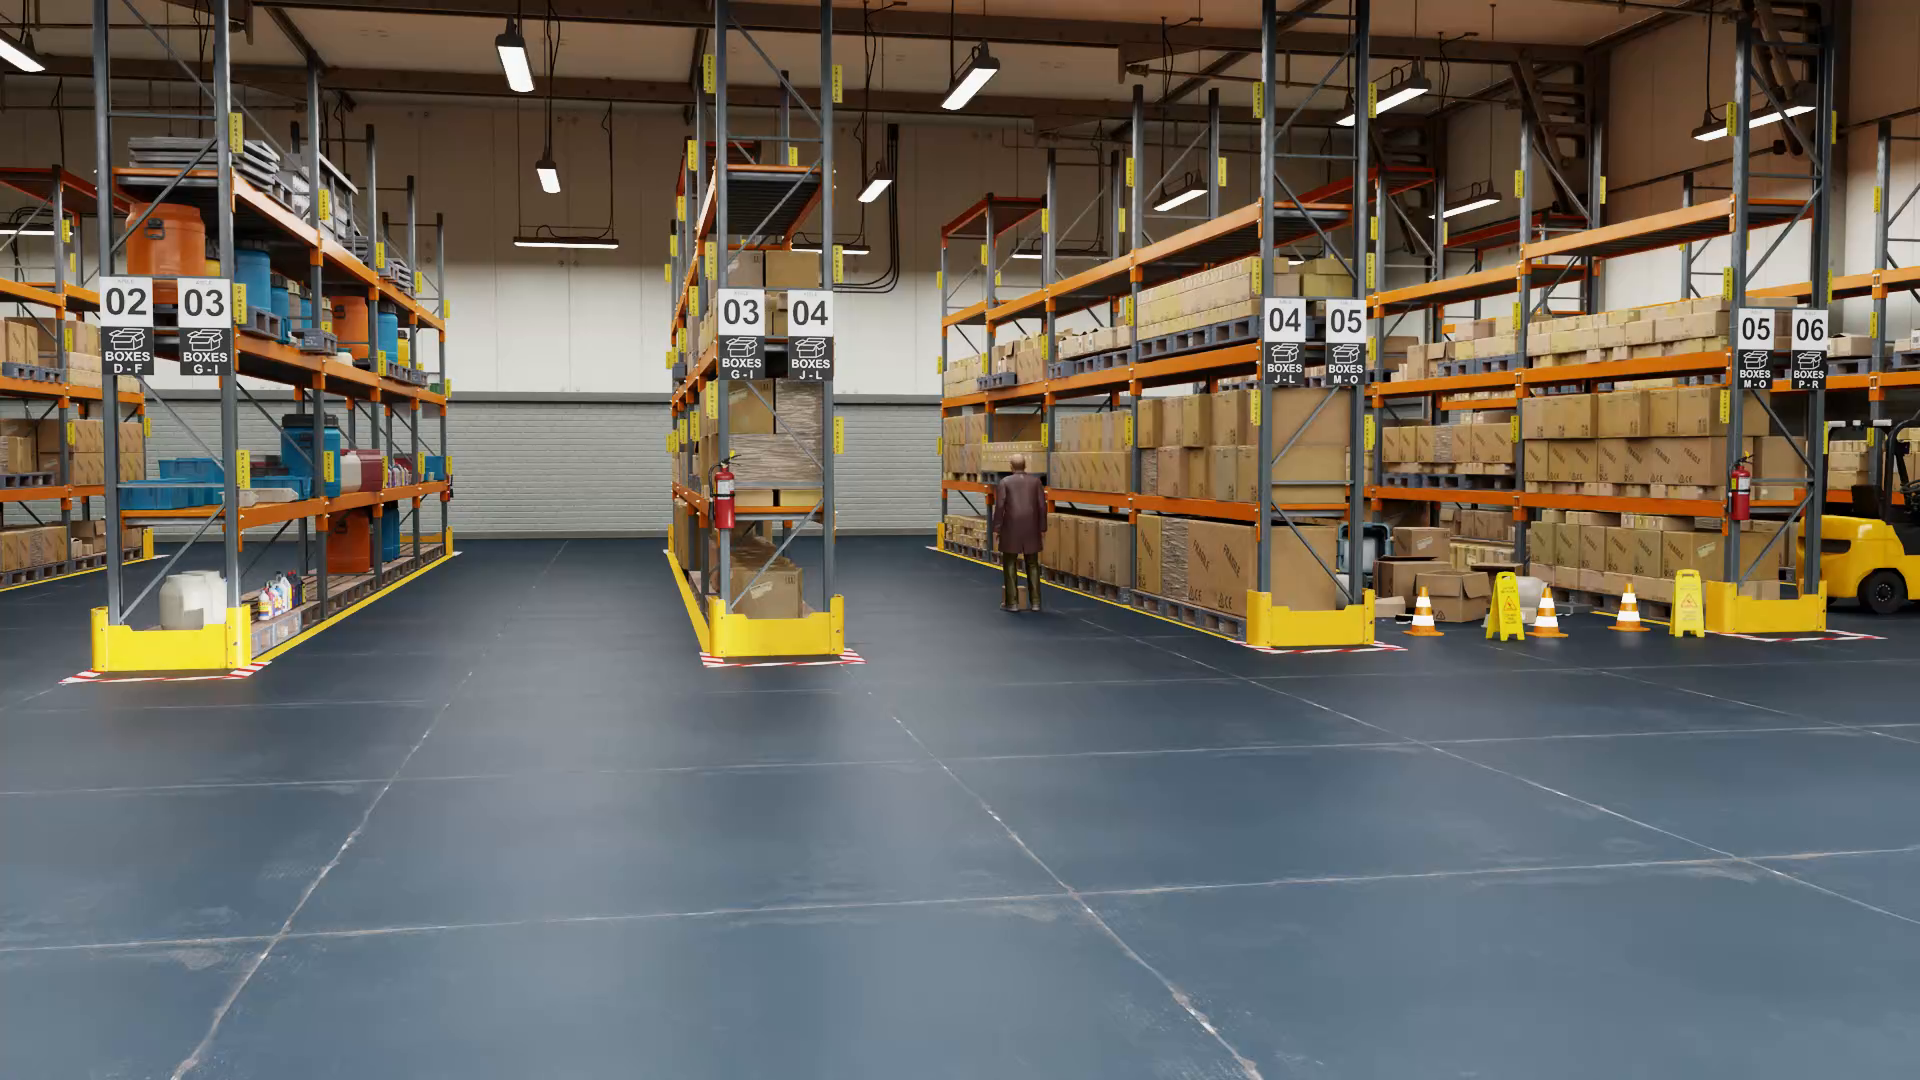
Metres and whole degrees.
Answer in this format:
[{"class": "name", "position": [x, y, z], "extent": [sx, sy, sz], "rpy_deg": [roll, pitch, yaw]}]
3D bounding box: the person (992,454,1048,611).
[{"class": "person", "position": [0.680, -0.087, 18.806], "extent": [0.643, 1.774, 0.424], "rpy_deg": [-1, 3, -11]}]
